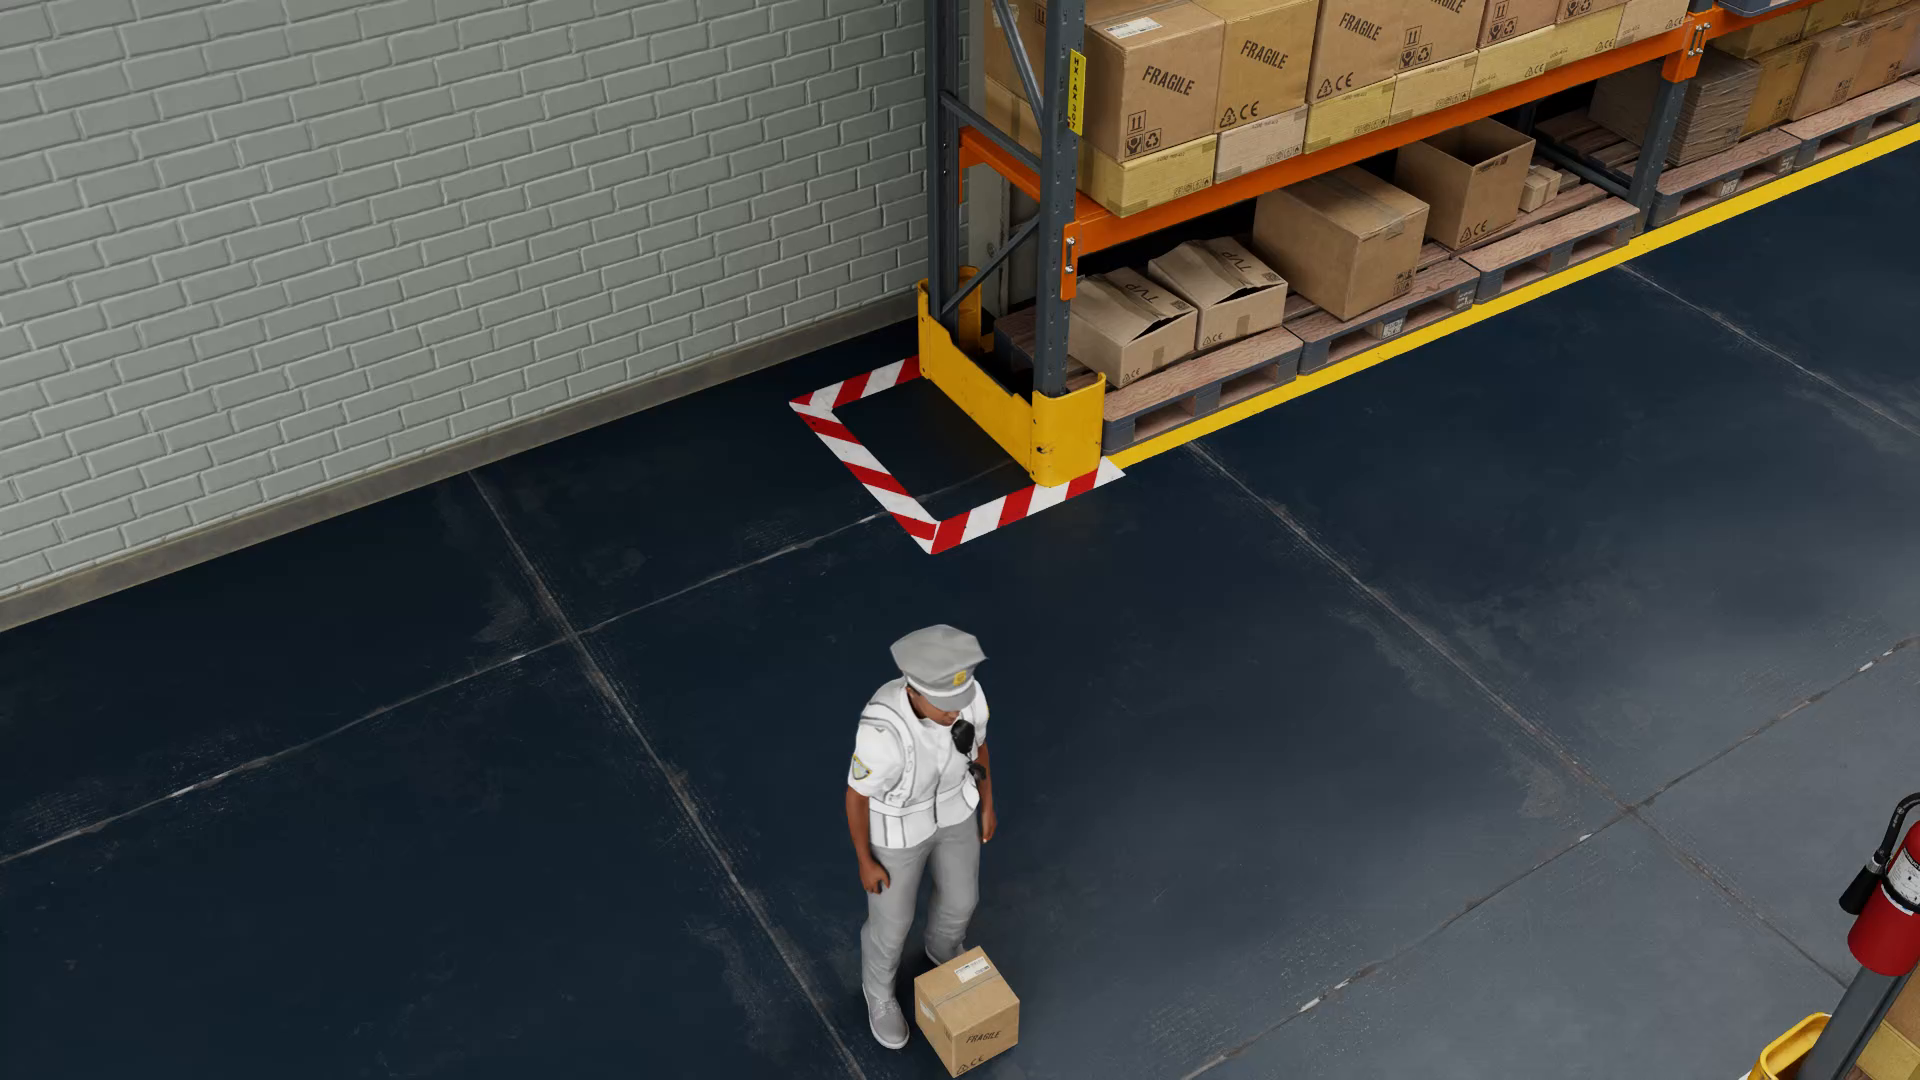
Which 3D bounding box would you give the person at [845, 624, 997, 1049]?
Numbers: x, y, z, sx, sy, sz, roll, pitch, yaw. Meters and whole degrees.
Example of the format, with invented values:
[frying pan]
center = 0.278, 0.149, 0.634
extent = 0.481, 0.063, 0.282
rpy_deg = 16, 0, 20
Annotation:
[person]
center = -0.117, 0.890, 5.134
extent = 0.506, 1.660, 0.392
rpy_deg = -22, 46, -24
